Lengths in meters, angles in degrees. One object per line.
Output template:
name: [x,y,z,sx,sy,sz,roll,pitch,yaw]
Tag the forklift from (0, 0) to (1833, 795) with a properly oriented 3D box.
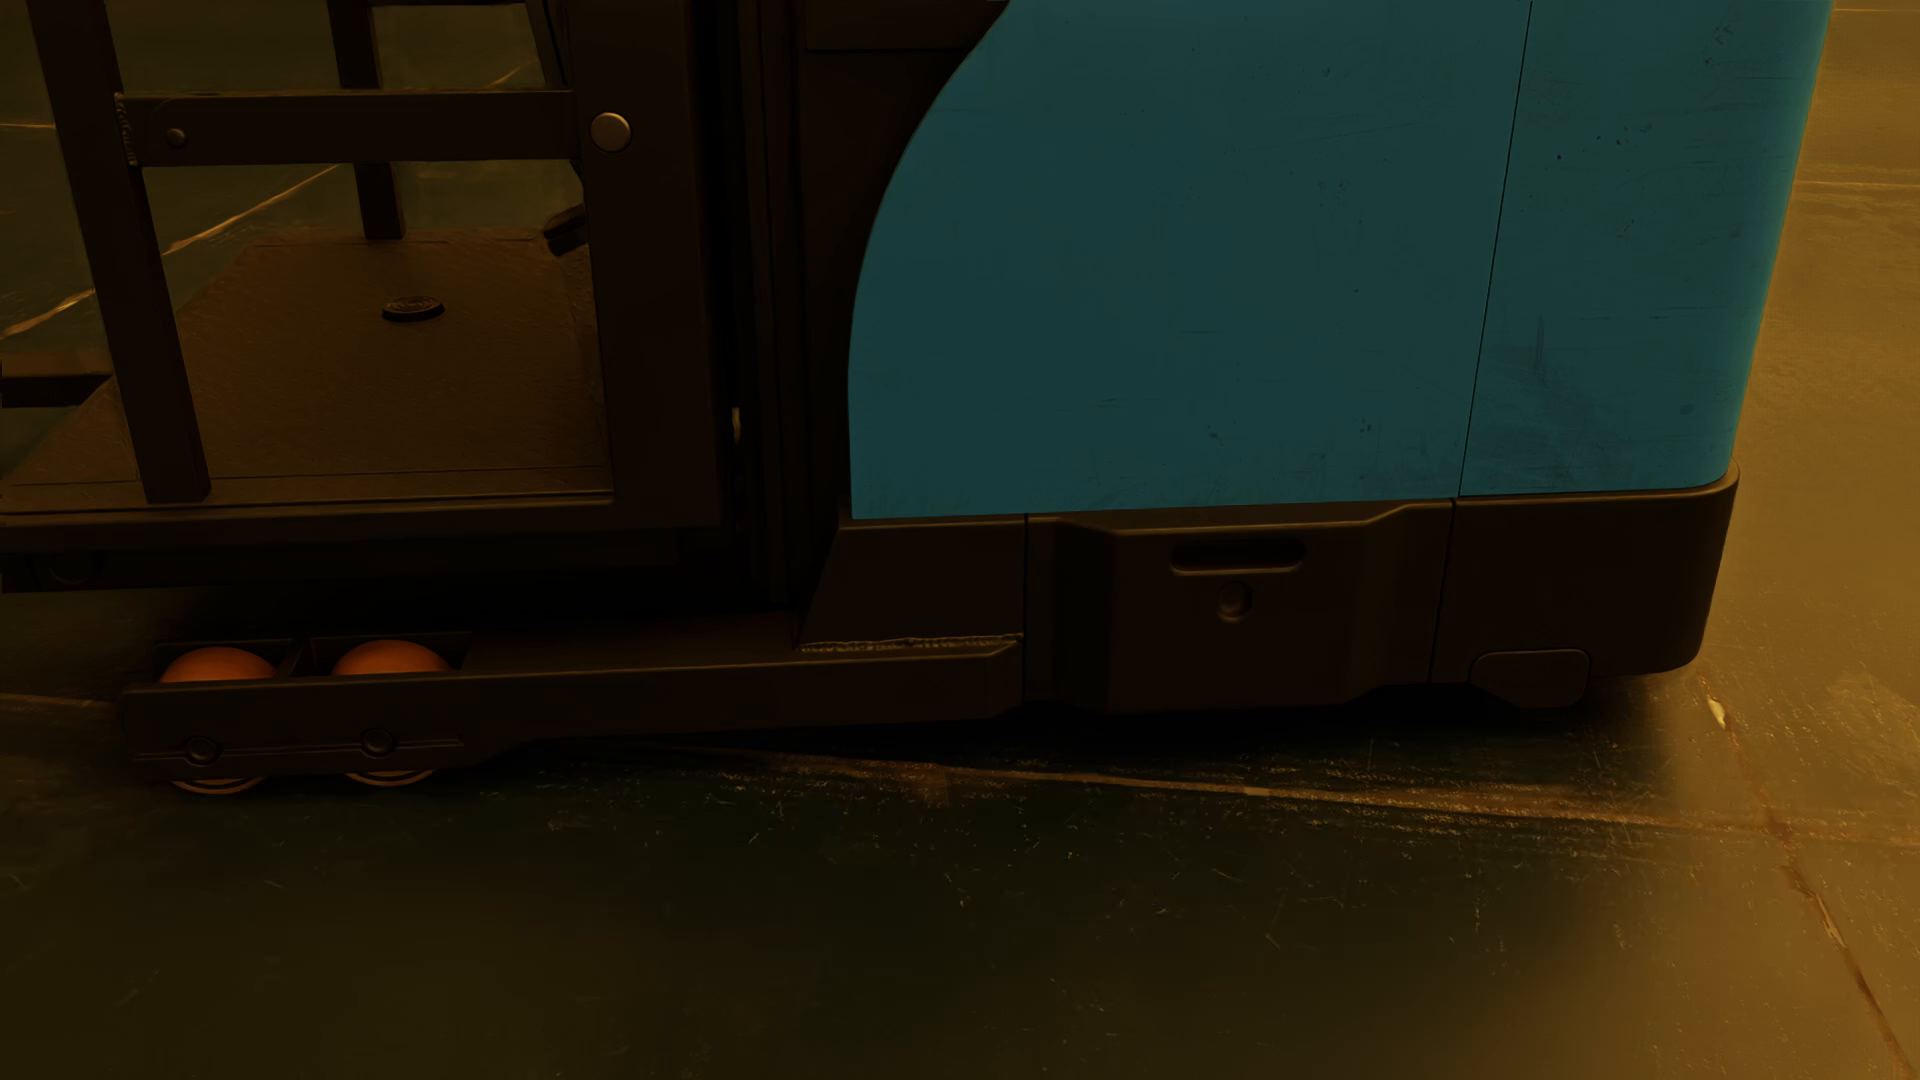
forklift: [-0.615,-1.265,1.753,3.031,2.935,1.130,-2,27,-4]
